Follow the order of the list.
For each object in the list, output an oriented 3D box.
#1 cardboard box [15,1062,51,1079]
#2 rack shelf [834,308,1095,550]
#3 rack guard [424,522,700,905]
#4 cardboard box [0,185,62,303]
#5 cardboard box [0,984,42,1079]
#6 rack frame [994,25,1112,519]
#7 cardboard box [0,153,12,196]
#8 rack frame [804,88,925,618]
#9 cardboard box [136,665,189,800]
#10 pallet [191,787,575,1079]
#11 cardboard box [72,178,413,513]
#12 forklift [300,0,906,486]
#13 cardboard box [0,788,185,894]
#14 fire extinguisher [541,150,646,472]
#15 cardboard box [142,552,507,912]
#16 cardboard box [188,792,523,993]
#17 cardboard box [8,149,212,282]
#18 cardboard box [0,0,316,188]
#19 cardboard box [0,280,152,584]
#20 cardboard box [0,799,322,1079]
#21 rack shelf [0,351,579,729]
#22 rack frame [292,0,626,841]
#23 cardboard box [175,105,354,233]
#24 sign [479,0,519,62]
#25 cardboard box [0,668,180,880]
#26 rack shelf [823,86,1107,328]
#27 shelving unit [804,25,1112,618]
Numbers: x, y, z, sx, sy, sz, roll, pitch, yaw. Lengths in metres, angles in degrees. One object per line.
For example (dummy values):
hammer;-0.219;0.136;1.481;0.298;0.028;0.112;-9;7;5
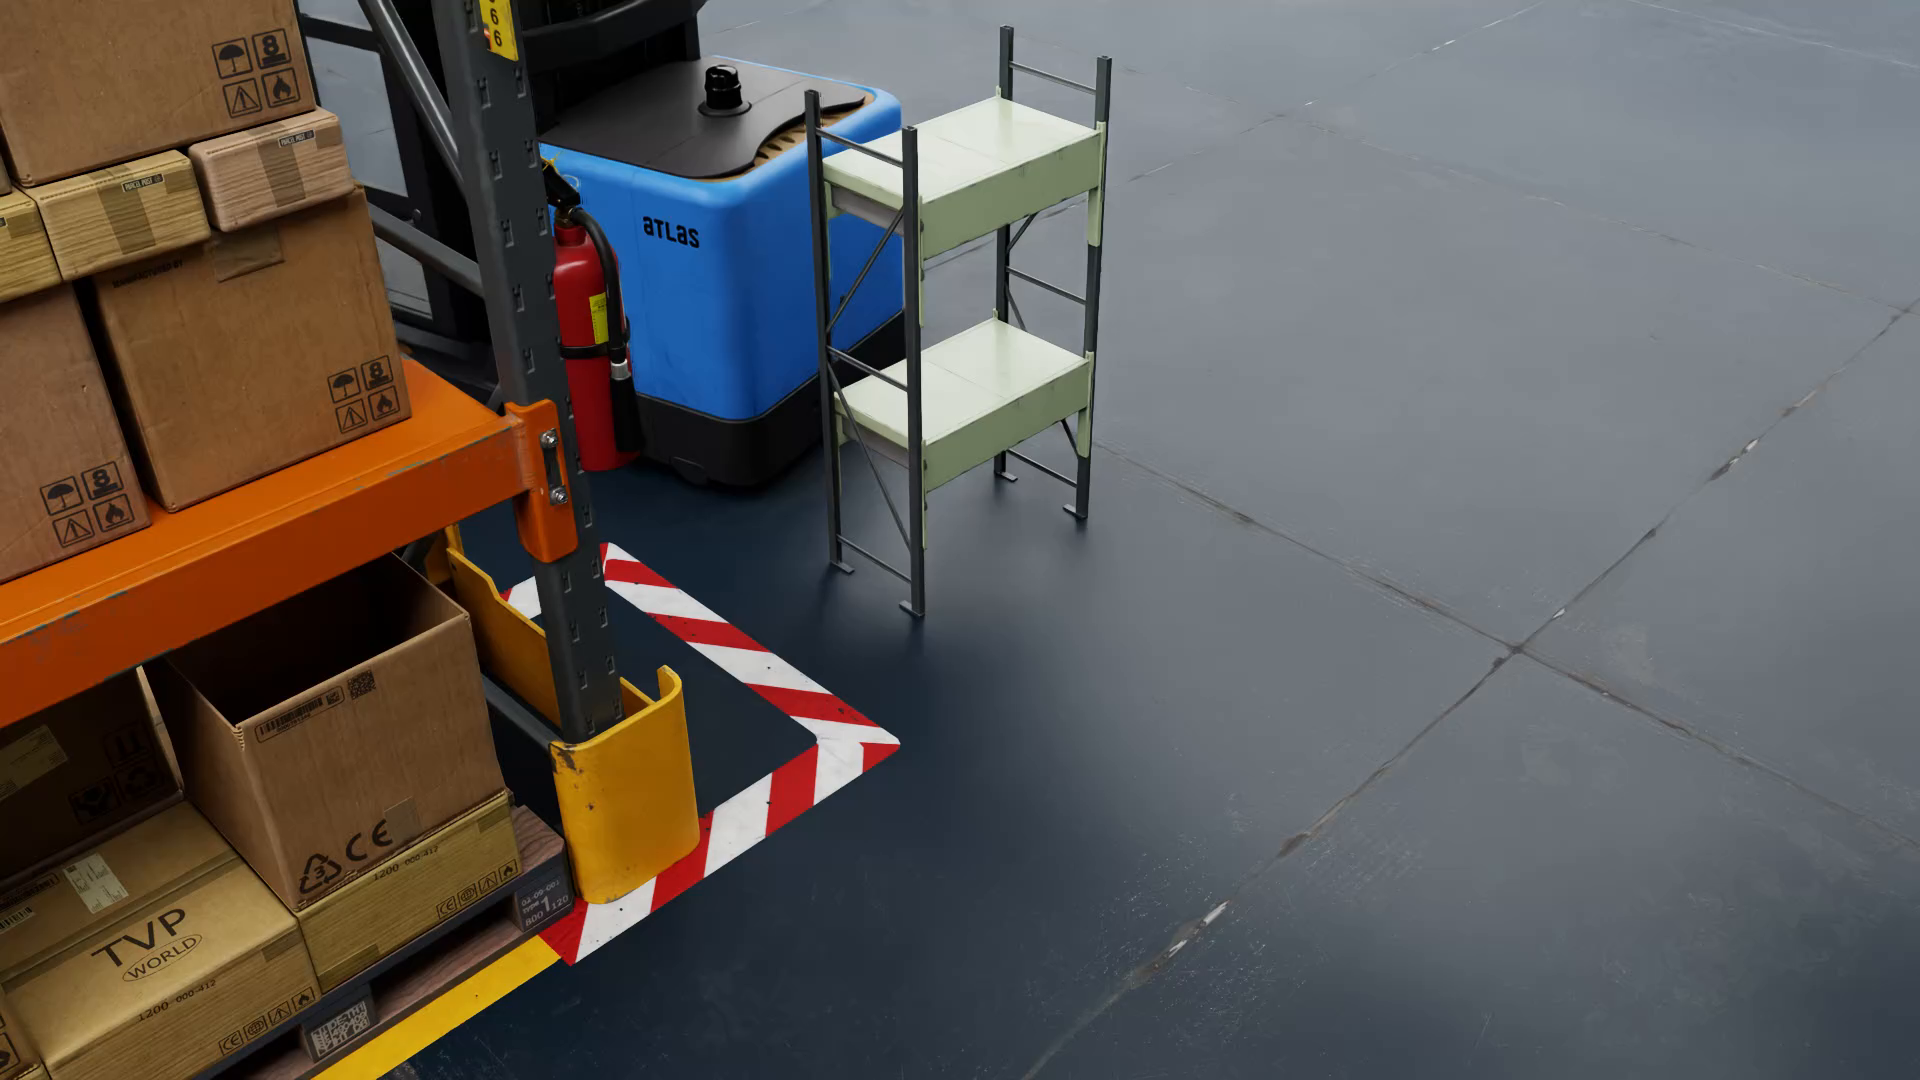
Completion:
cardboard box;-2.040;1.069;3.131;0.500;0.250;0.500;30;45;35
rack shelf;0.005;-0.350;5.011;0.431;0.370;0.720;30;45;35
rack guard;-1.160;0.381;4.267;1.175;0.500;0.348;30;45;35
cardboard box;-1.675;-0.499;2.689;0.380;0.149;0.250;29;44;35
cardboard box;-2.038;0.763;2.915;0.500;0.500;0.500;30;45;35
rack frame;0.263;-0.766;5.038;0.400;1.500;0.023;30;45;35
cardboard box;-1.919;-0.786;2.533;0.700;0.500;0.500;28;44;34
rack frame;-0.253;-0.469;4.612;0.400;1.500;0.023;30;45;35
cardboard box;-1.713;0.449;4.020;0.500;0.250;0.500;30;45;35
pallet;-1.686;0.837;3.866;1.003;0.211;1.213;30;45;35
cardboard box;-1.515;-0.491;3.245;0.700;0.500;0.500;30;45;35
forklift;-1.712;-1.990;5.541;3.031;2.935;1.130;18;39;24
cardboard box;-2.062;0.654;3.727;0.500;0.250;0.500;30;45;35
fire extinguisher;-0.764;-0.463;3.360;0.296;0.674;0.183;30;45;35
cardboard box;-1.344;0.351;3.505;0.500;0.500;0.500;30;45;35
cardboard box;-1.345;0.658;3.721;0.500;0.250;0.500;30;45;35
cardboard box;-1.494;-0.603;2.838;0.250;0.149;0.380;-29;44;-35
cardboard box;-1.552;-1.002;2.843;0.500;0.500;0.700;-30;45;-35
cardboard box;-1.882;-0.276;2.936;0.500;0.500;0.700;-29;44;-35
cardboard box;-1.689;0.866;3.423;0.500;0.250;0.500;30;45;35
rack shelf;-2.586;0.473;2.579;1.077;0.370;4.000;30;45;35
rack frame;-1.177;-0.634;3.538;1.000;3.000;0.127;30;45;35
cardboard box;-1.311;-0.710;2.991;0.380;0.149;0.250;29;44;35
sign;-0.802;-0.982;2.817;0.100;0.325;0.005;30;45;35
cardboard box;-2.064;0.345;3.514;0.500;0.500;0.500;30;45;35
rack shelf;0.005;-0.938;4.602;0.431;0.370;0.720;30;45;35
shelving unit;0.005;-0.618;4.825;0.431;1.500;0.755;30;45;35
